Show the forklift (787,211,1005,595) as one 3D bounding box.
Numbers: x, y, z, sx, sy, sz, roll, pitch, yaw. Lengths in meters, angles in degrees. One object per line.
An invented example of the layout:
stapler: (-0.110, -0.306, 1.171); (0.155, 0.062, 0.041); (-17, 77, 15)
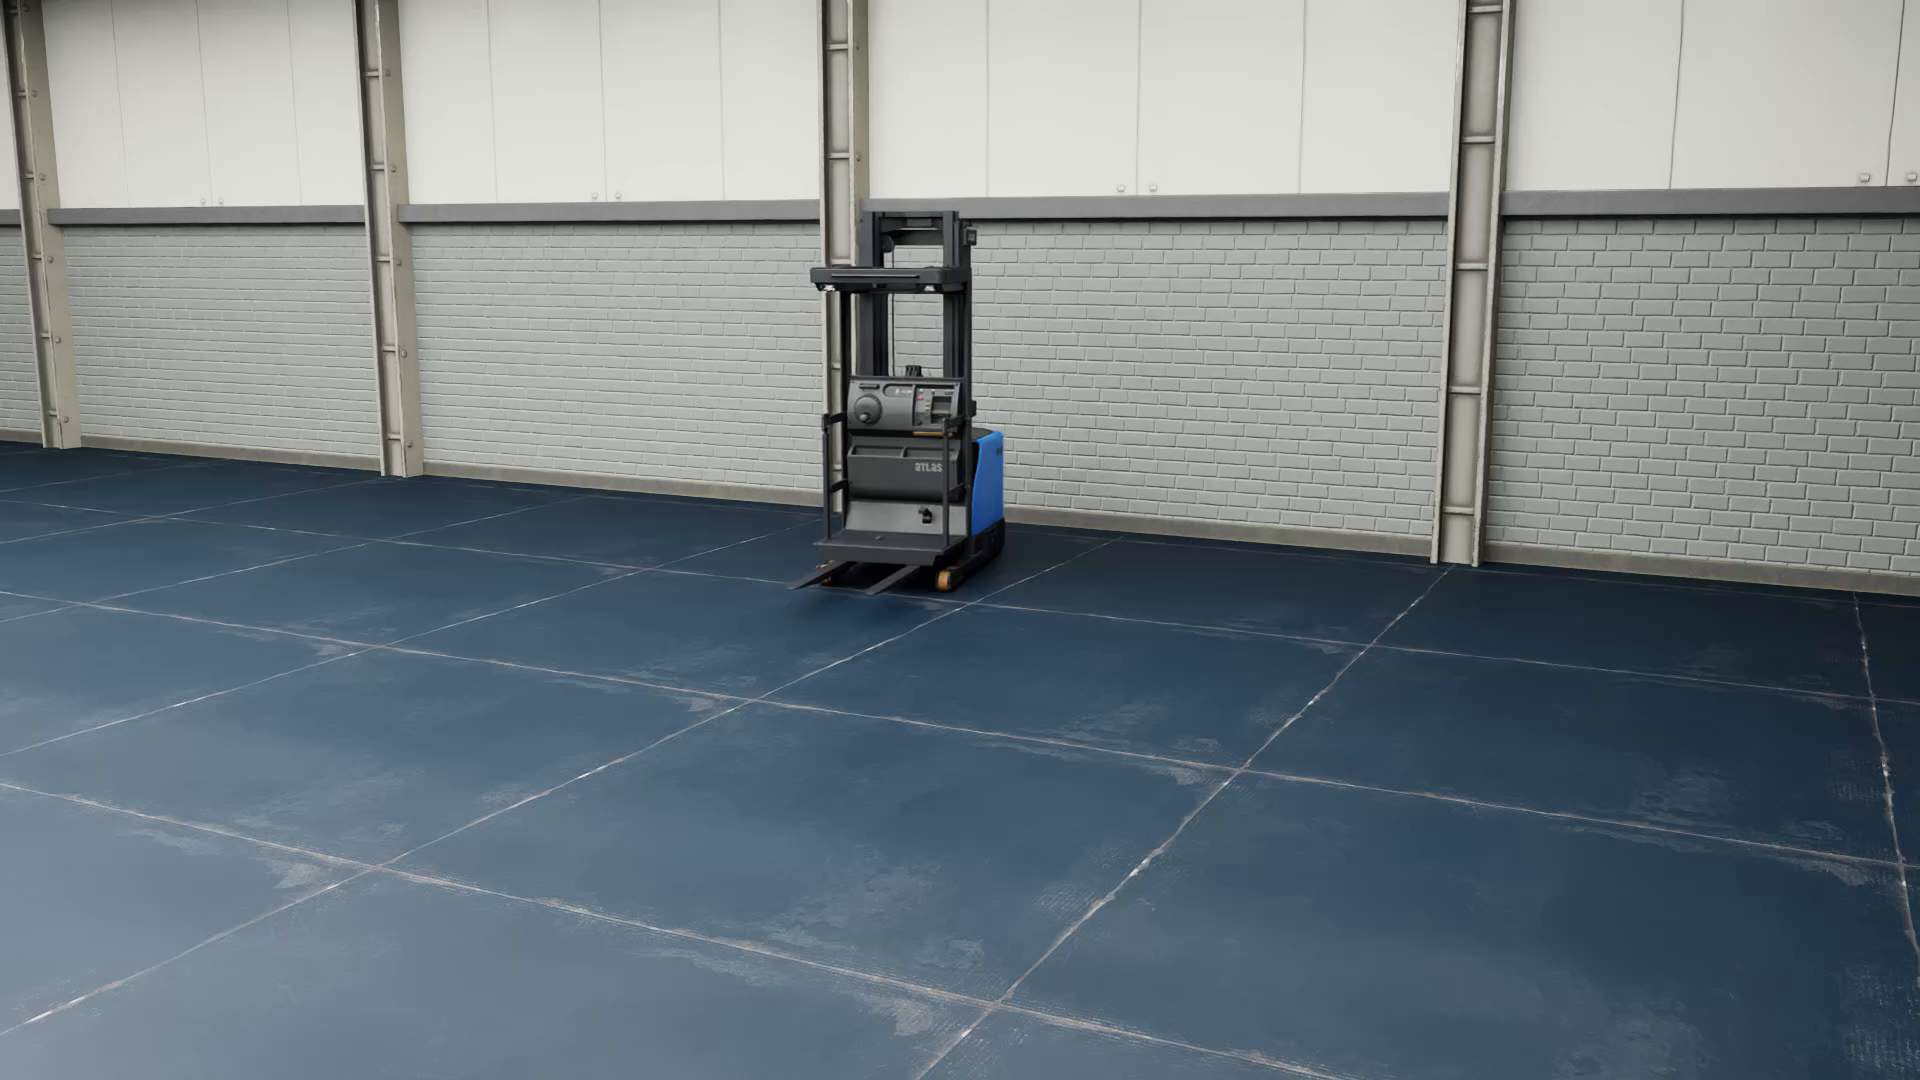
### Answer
forklift: (-0.510, -1.115, 13.162); (1.130, 2.935, 3.031); (3, 11, 16)

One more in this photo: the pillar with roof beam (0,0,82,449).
pillar with roof beam: (-13.795, -4.975, 17.449); (0.400, 9.000, 9.100); (5, 11, 26)

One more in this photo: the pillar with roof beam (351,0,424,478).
pillar with roof beam: (-8.414, -4.502, 14.837); (0.400, 9.000, 9.100); (5, 11, 26)

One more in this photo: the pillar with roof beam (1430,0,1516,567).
pillar with roof beam: (2.347, -3.556, 9.612); (0.400, 9.000, 9.100); (5, 11, 26)

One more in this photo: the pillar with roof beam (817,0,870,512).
pillar with roof beam: (-3.033, -4.029, 12.225); (0.400, 9.000, 9.100); (5, 11, 26)
